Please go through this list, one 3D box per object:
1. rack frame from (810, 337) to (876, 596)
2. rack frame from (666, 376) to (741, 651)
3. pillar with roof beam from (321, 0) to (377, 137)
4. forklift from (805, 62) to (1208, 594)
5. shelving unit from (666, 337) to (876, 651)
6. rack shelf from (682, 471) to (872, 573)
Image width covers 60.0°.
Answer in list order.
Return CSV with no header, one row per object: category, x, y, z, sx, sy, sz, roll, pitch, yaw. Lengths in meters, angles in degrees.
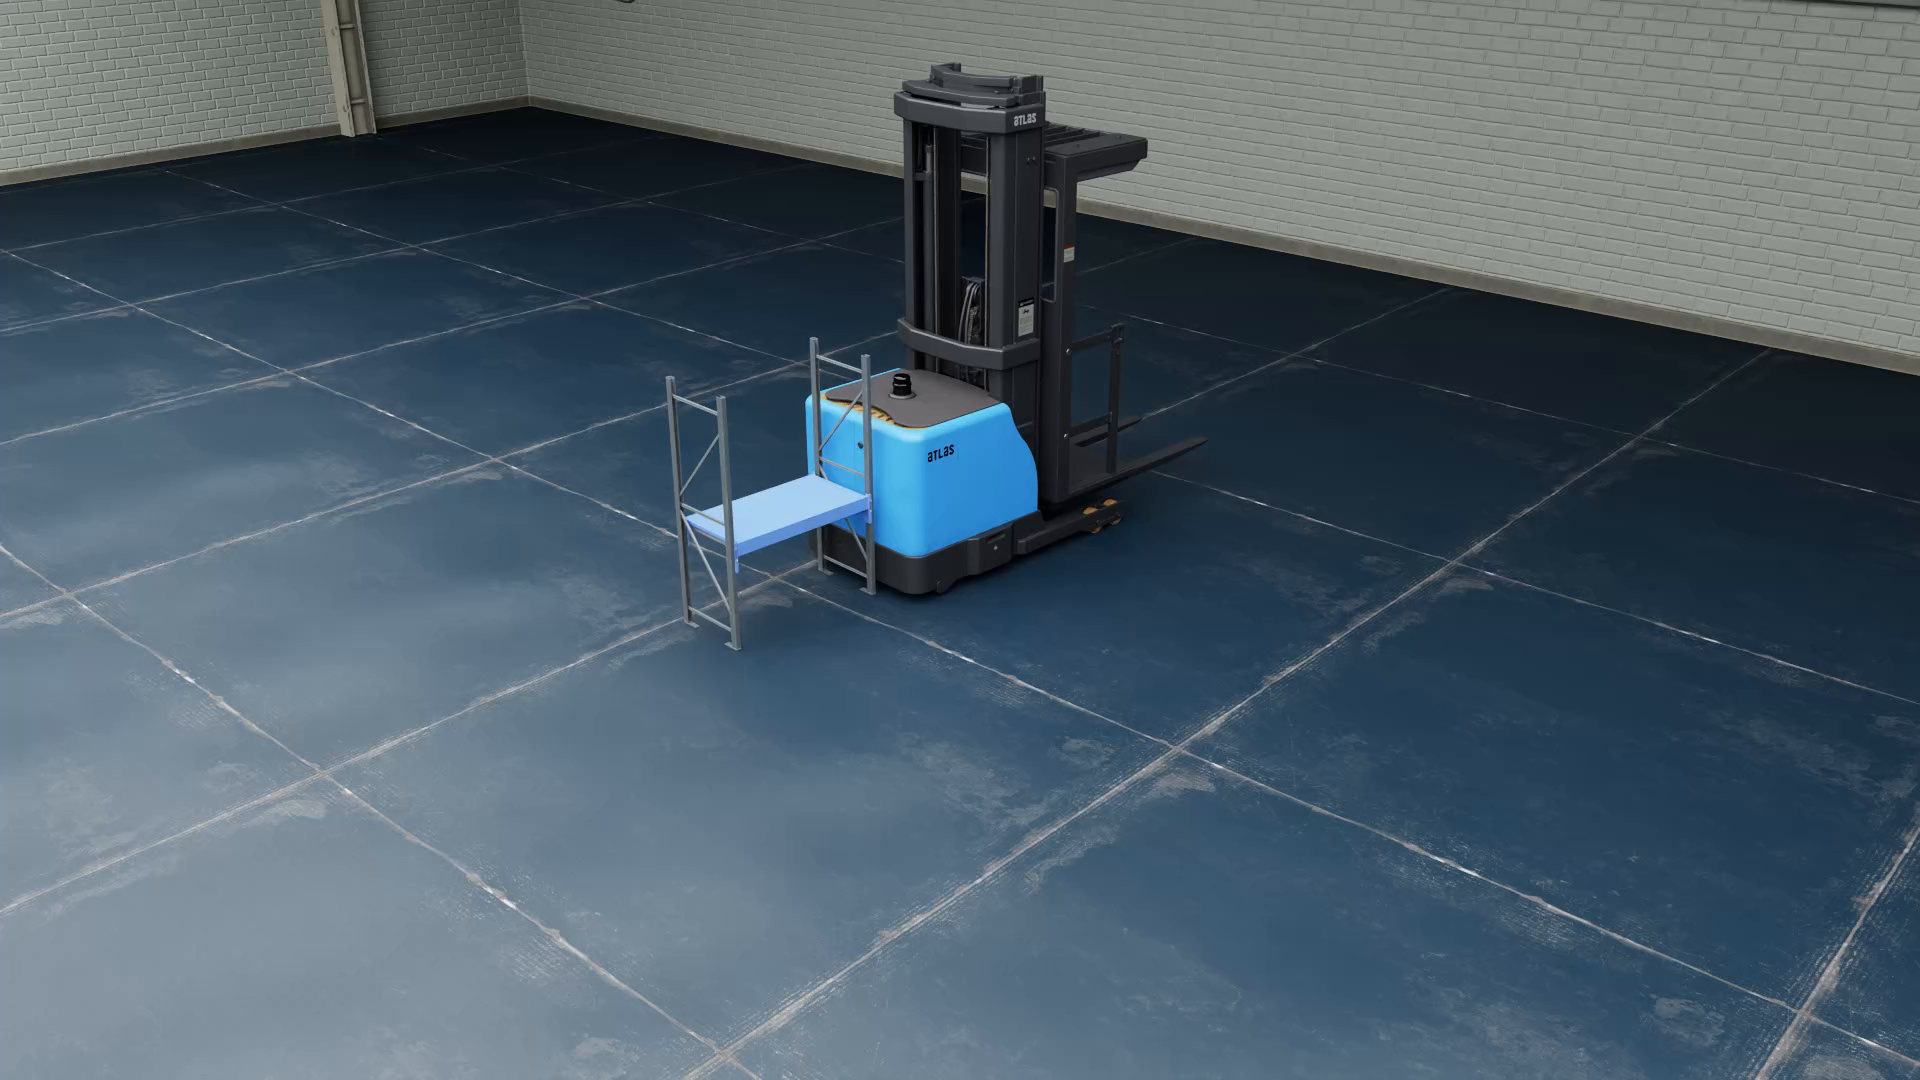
rack frame,-0.693,-0.427,9.868,0.032,1.500,0.500,-22,32,-40
rack frame,-1.420,-0.136,9.219,0.032,1.500,0.500,-22,32,-40
pillar with roof beam,-5.339,-8.708,19.172,9.100,9.000,0.400,20,31,38
forklift,0.451,-1.518,10.553,3.031,2.935,1.130,-22,32,-40
shelving unit,-1.056,-0.281,9.544,1.048,1.500,0.538,-22,32,-40
rack shelf,-1.056,-0.117,9.617,1.000,0.185,0.538,-22,32,-40
